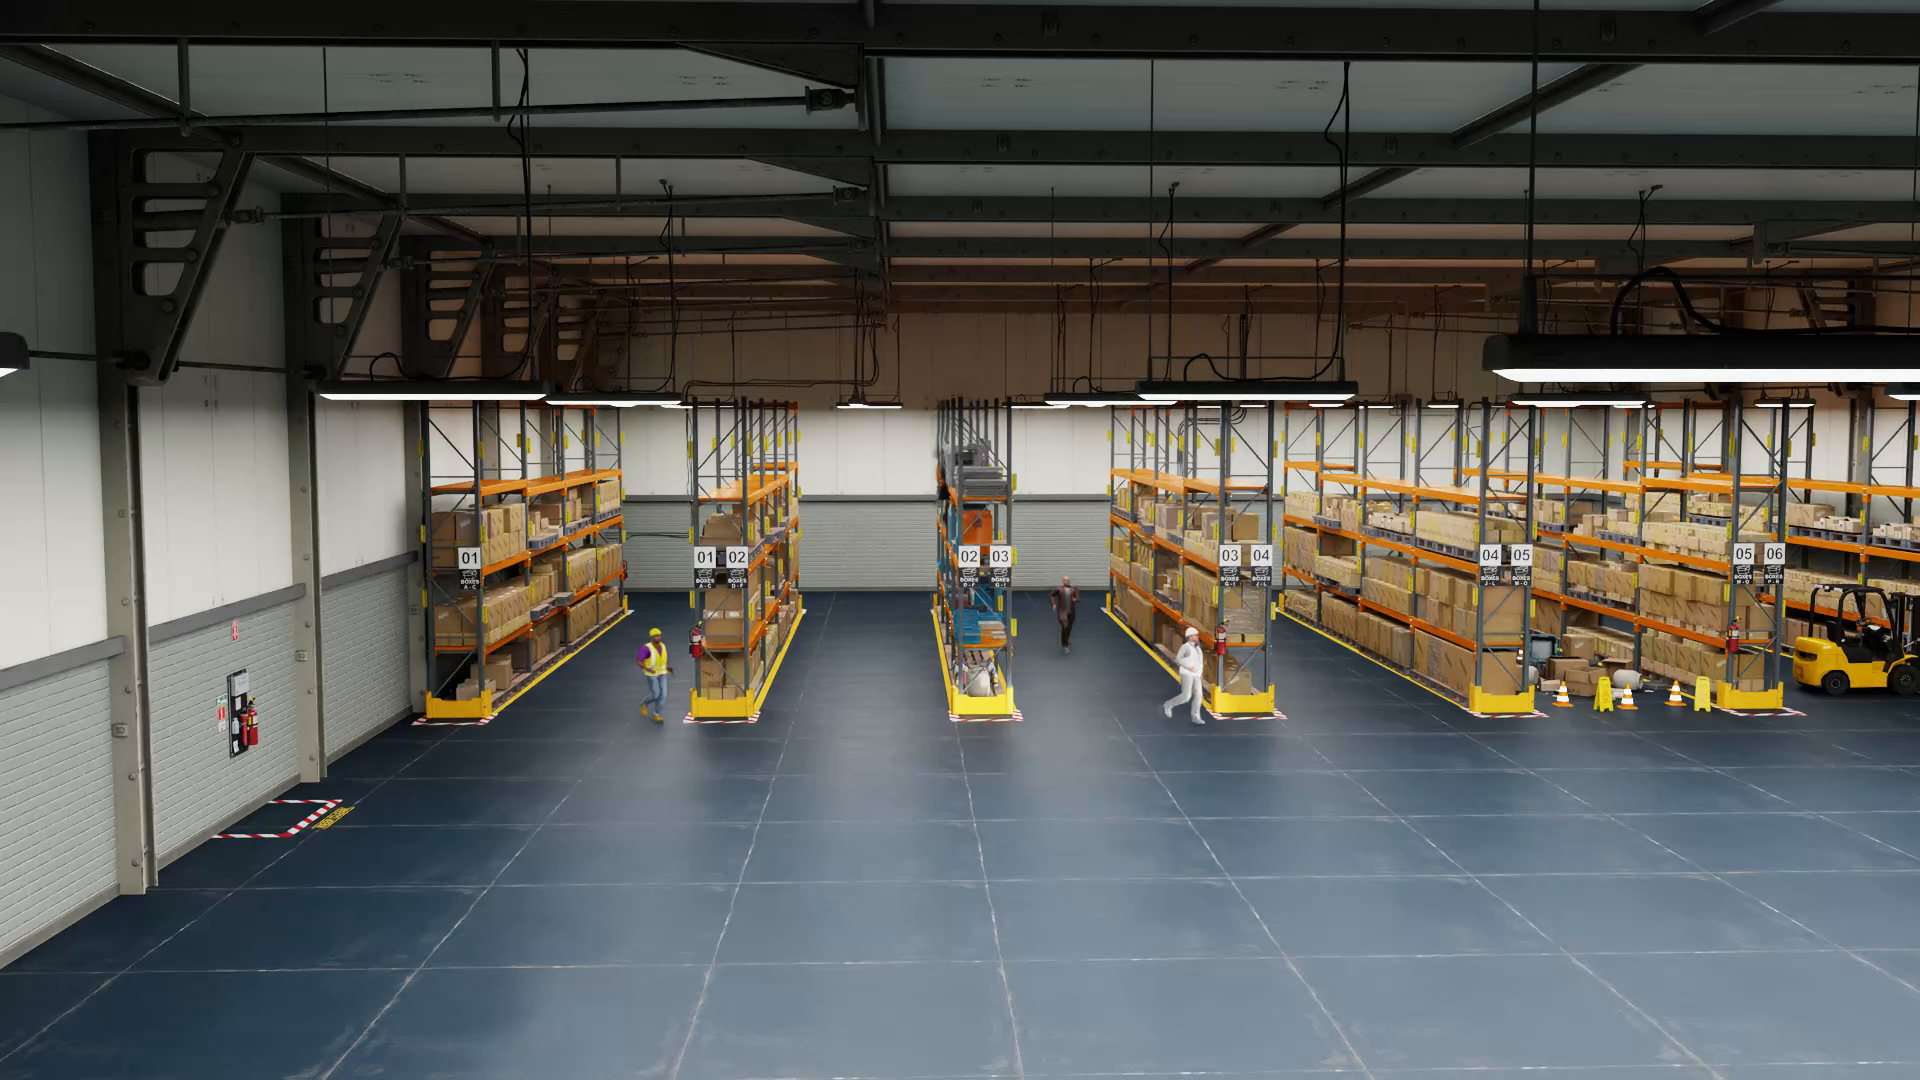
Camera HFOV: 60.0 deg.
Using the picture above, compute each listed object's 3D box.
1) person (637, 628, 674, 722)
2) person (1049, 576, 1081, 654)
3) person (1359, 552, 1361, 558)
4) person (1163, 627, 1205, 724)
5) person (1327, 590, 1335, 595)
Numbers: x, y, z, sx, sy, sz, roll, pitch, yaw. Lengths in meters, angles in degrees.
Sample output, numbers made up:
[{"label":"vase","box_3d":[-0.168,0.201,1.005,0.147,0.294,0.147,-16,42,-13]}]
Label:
[{"label":"person","box_3d":[-5.650,2.487,30.759,0.597,1.721,0.689,4,6,43]},{"label":"person","box_3d":[2.528,1.767,39.665,0.681,1.825,0.910,-1,5,-18]},{"label":"person","box_3d":[11.662,1.128,48.976,0.894,1.635,0.593,0,4,-3]},{"label":"person","box_3d":[4.281,2.483,30.719,0.889,1.728,0.714,4,6,44]},{"label":"person","box_3d":[10.967,1.169,48.353,0.673,1.686,0.651,-4,6,-42]}]
